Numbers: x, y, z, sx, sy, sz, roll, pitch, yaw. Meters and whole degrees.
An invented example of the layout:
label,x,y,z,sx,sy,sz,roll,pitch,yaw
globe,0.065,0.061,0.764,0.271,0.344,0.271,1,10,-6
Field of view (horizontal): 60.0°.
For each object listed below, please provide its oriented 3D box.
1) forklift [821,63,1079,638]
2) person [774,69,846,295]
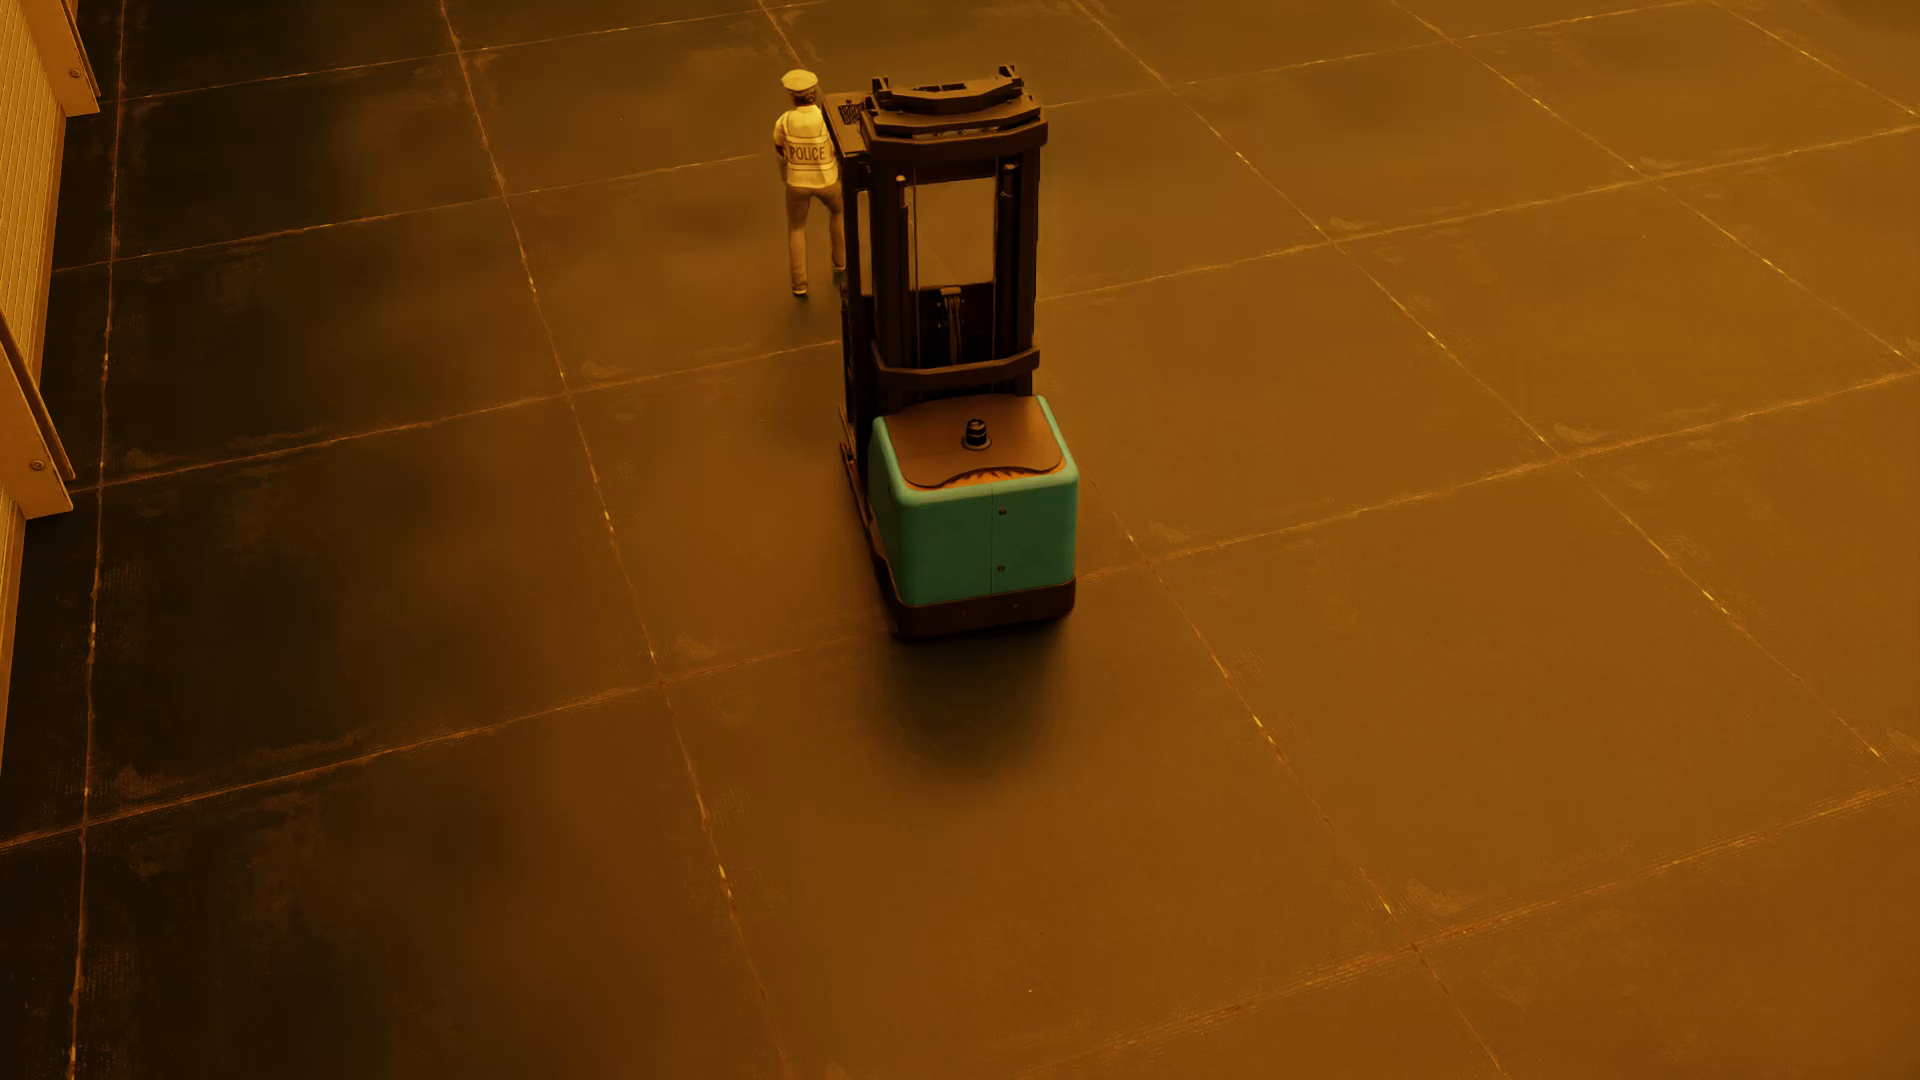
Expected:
label,x,y,z,sx,sy,sz,roll,pitch,yaw
forklift,-0.160,-1.518,9.805,1.130,2.935,3.031,-8,41,-10
person,-1.053,-2.641,12.177,0.566,1.611,0.643,-2,40,-2
